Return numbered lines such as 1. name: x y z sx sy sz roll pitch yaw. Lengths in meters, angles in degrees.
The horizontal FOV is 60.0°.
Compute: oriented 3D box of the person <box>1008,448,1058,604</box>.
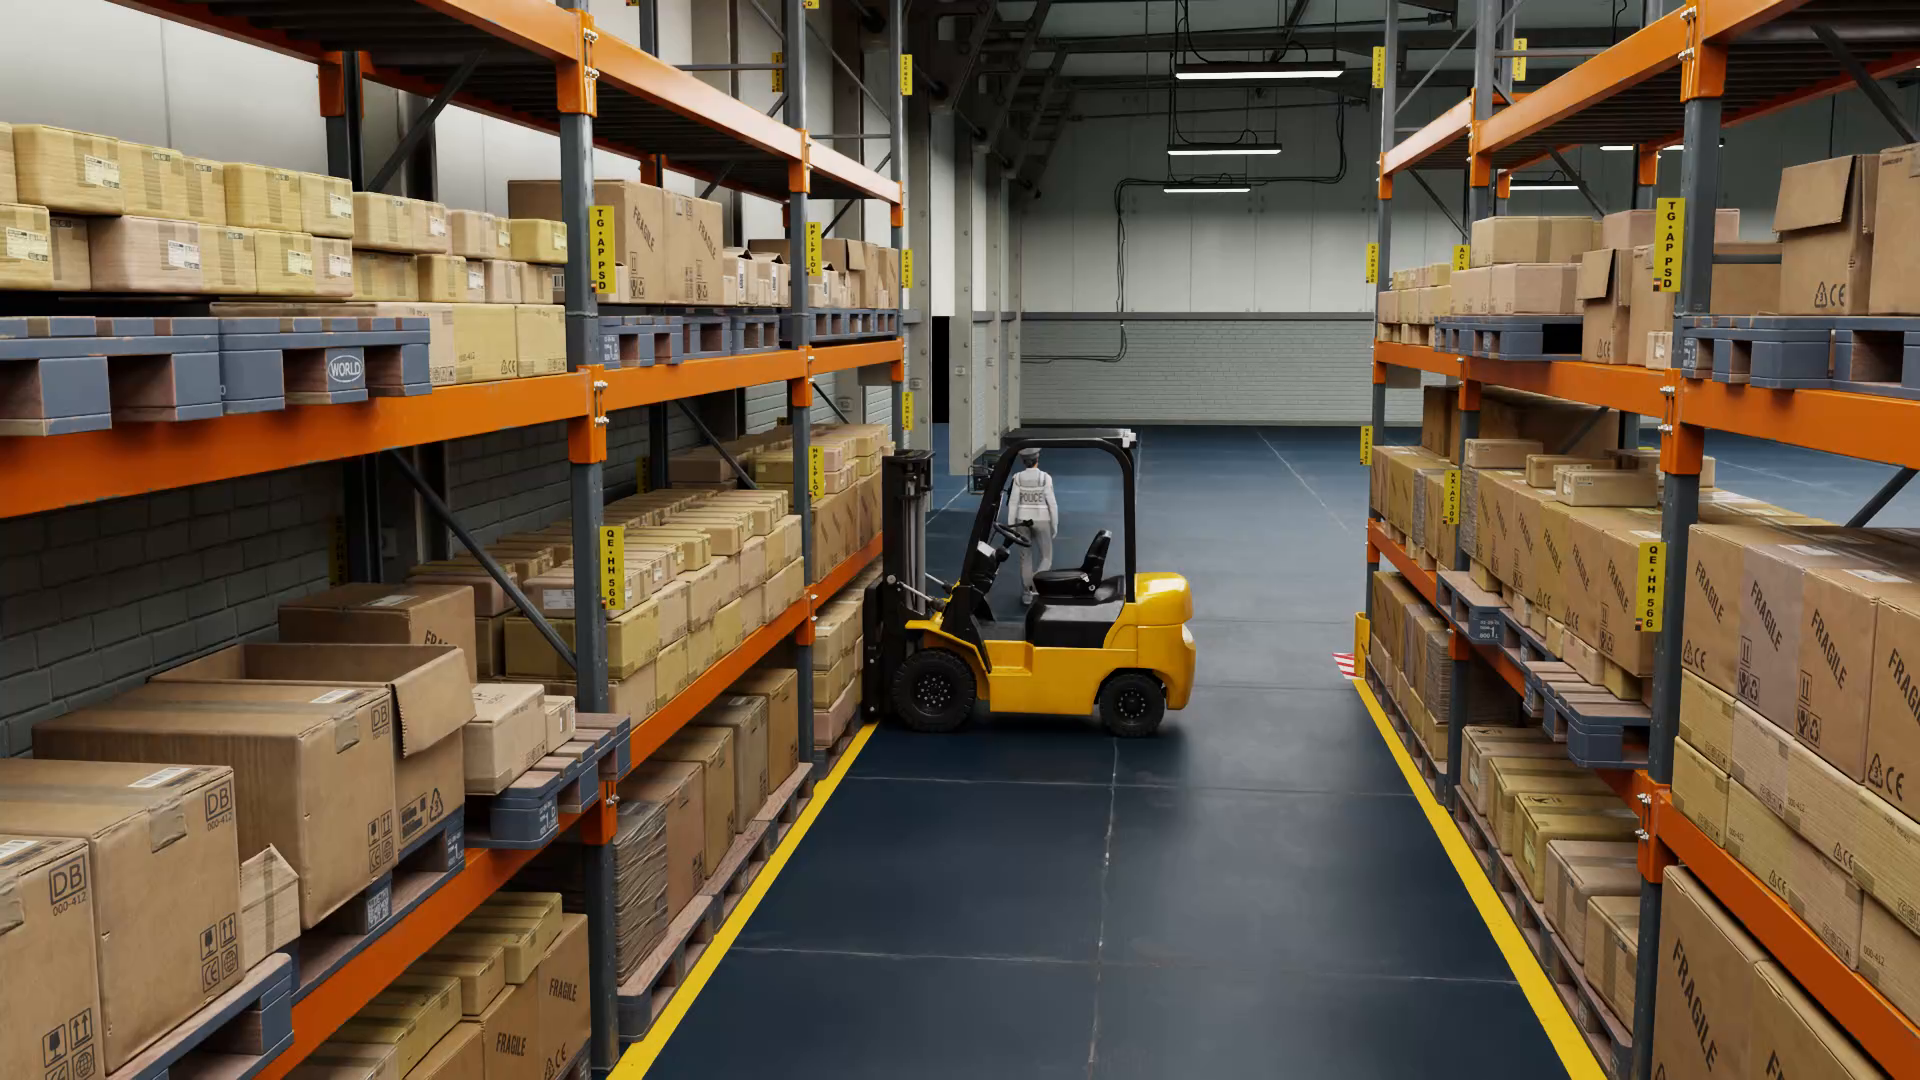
1. person: 0.757 -0.164 17.294 0.514 1.676 0.421 2 8 13
